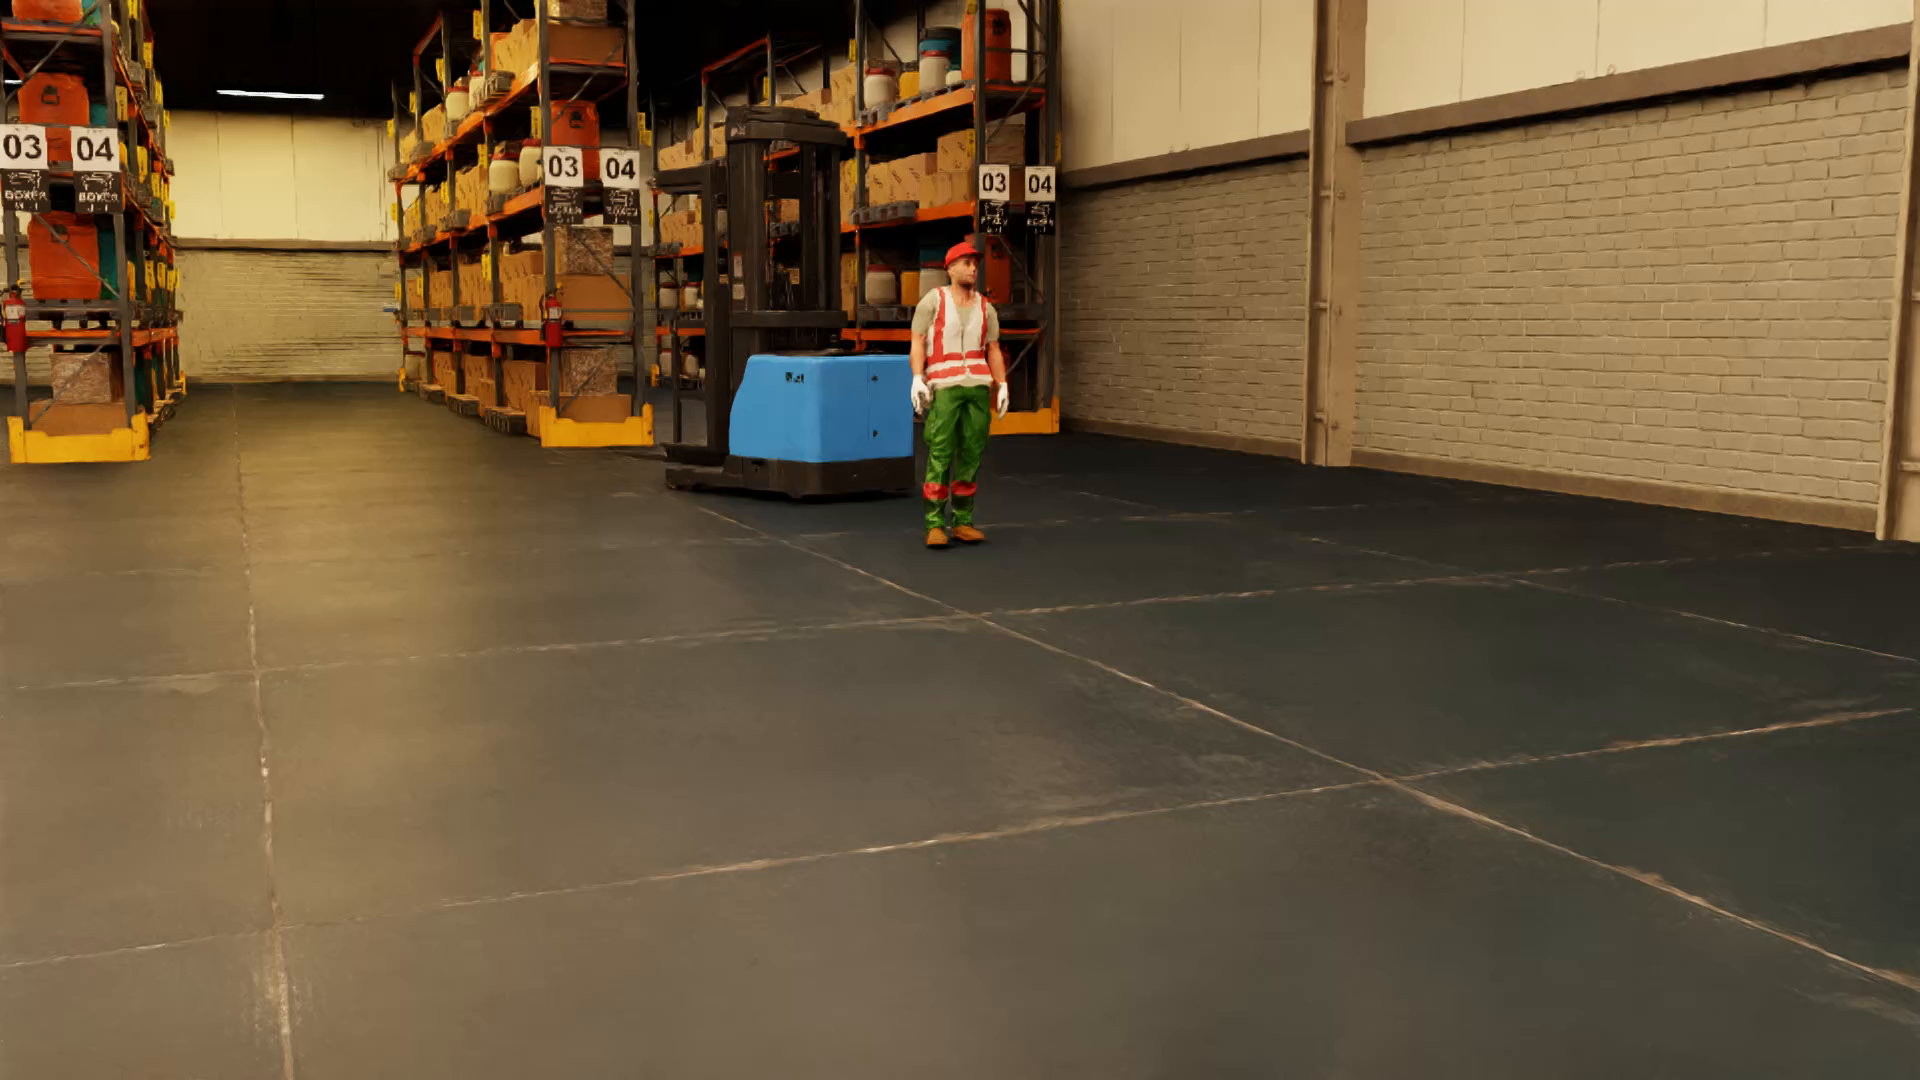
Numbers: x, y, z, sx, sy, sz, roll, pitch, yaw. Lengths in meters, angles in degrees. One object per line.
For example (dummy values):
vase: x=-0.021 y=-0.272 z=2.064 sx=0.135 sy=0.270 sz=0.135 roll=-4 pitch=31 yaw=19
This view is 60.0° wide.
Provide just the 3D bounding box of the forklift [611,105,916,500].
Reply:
forklift: x=-1.714 y=-1.890 z=13.280 sx=1.130 sy=2.935 sz=3.031 roll=-7 pitch=10 yaw=-43

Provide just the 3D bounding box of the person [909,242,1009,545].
person: x=0.022 y=-0.884 z=9.959 sx=0.637 sy=1.787 sz=0.563 roll=-3 pitch=8 yaw=-23
